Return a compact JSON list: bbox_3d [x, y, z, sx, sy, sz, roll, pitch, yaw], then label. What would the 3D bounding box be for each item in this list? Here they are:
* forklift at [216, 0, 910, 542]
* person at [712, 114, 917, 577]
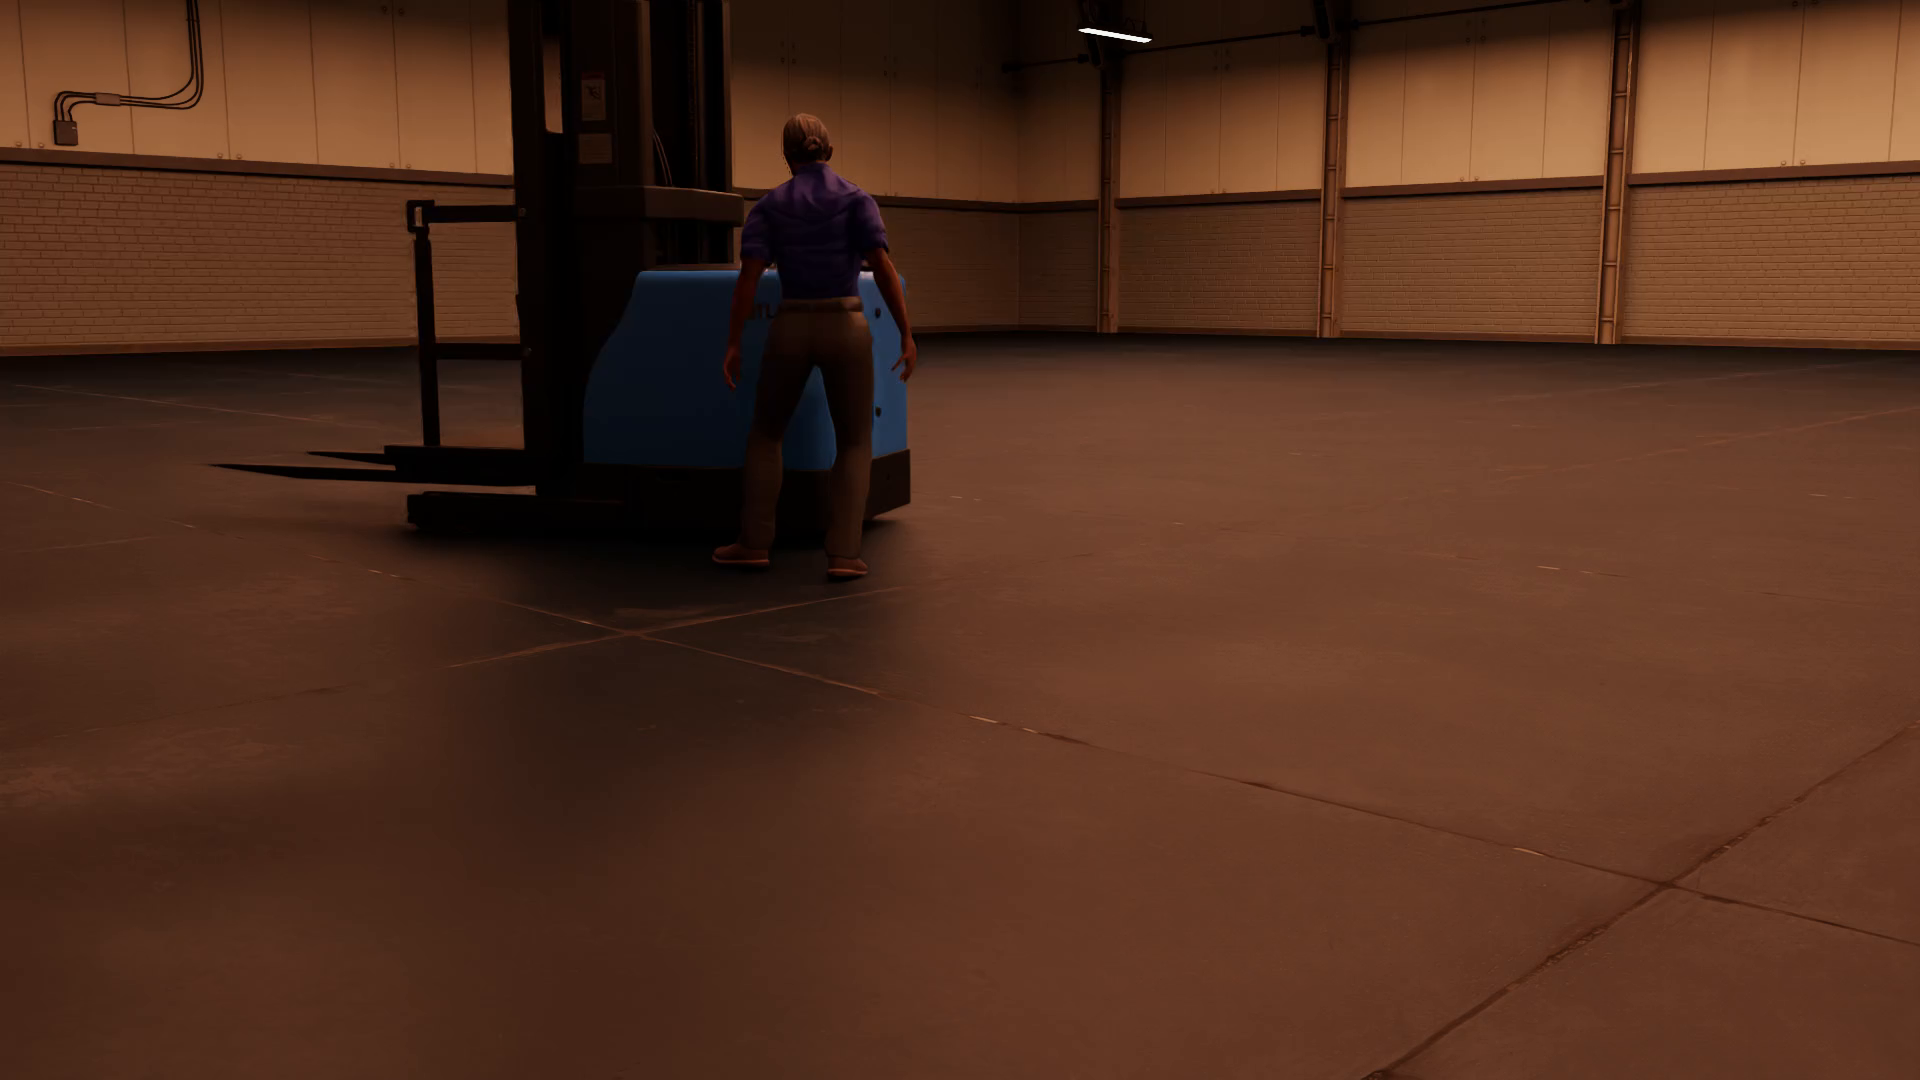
[{"bbox_3d":[-1.794,-1.545,7.137,3.031,2.935,1.130,3,9,17],"label":"forklift"},{"bbox_3d":[-0.535,-0.677,5.860,0.804,1.628,0.396,2,9,10],"label":"person"}]
